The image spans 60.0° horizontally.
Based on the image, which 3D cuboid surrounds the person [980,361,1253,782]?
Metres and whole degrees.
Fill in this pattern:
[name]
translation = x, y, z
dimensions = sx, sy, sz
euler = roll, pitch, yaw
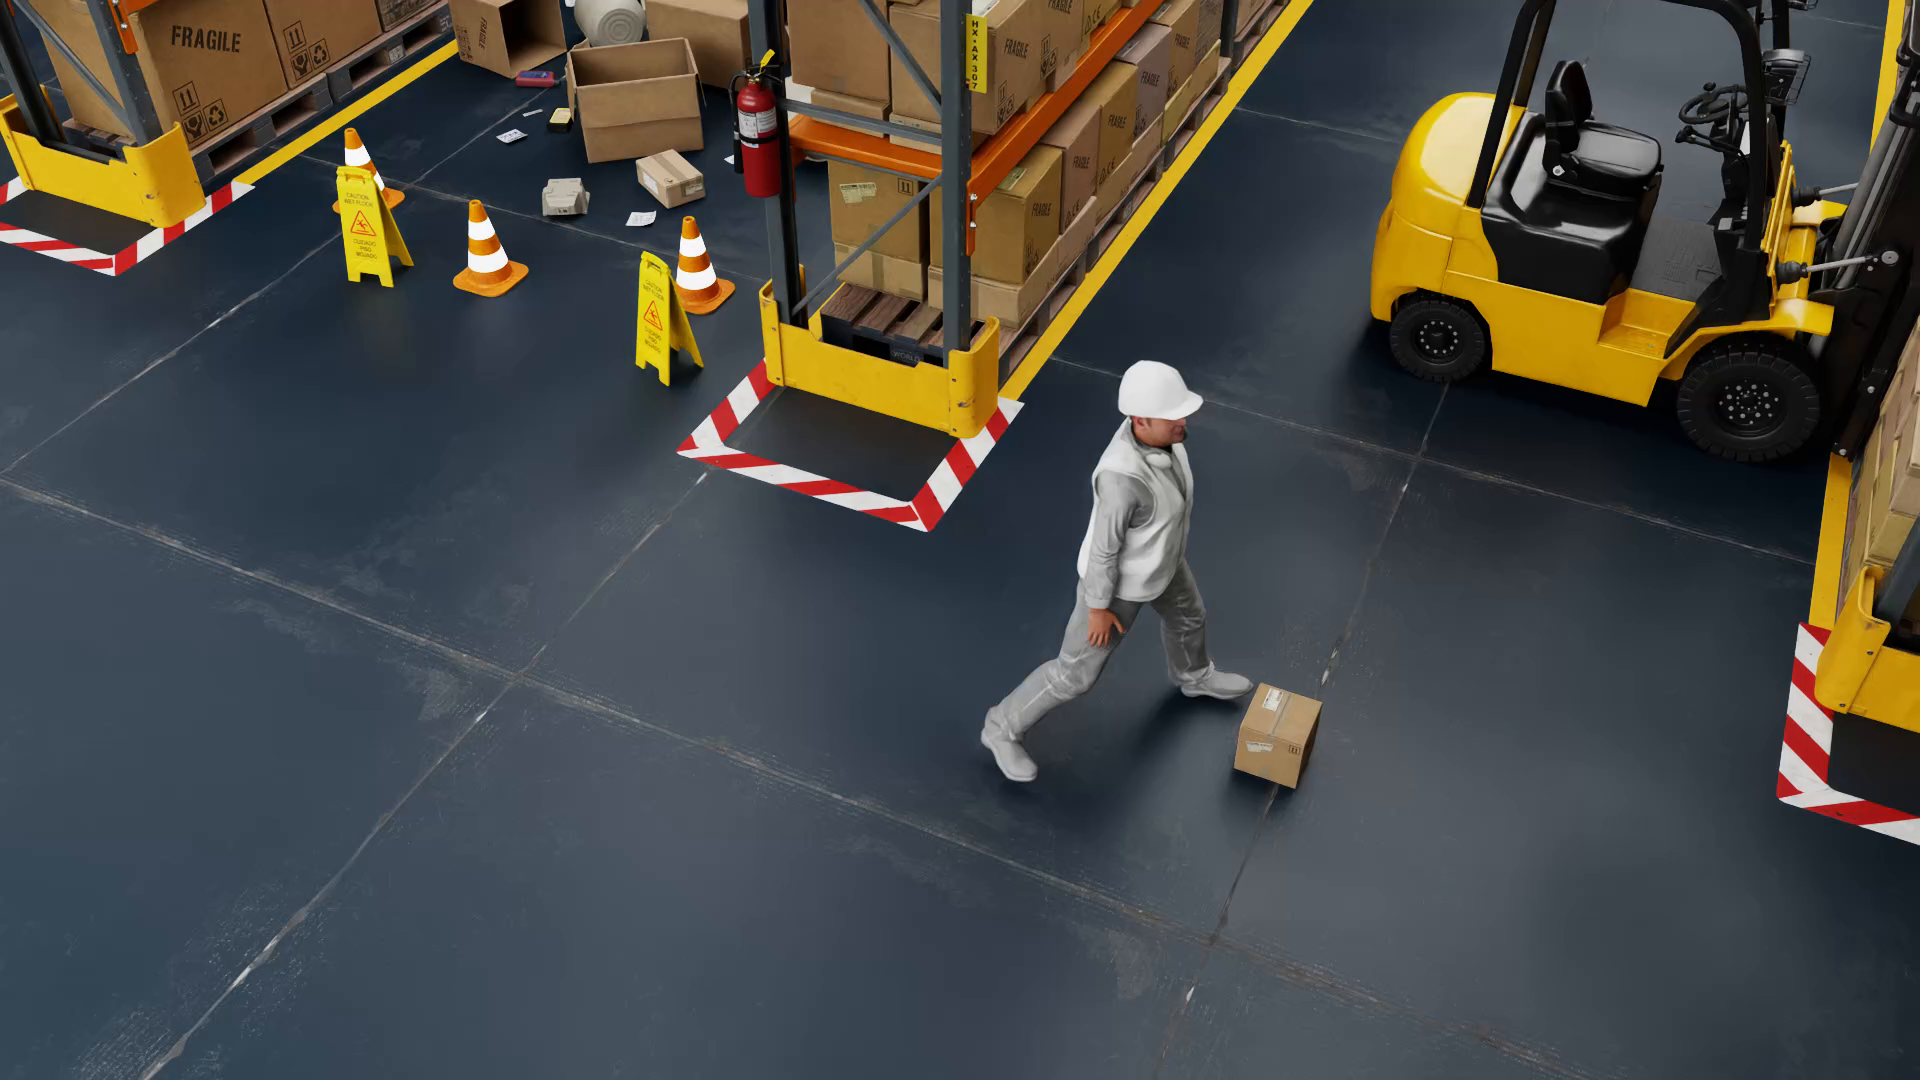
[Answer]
[person]
translation = 0.611, 0.124, 6.026
dimensions = 0.871, 1.737, 0.892
euler = 18, 45, 19
